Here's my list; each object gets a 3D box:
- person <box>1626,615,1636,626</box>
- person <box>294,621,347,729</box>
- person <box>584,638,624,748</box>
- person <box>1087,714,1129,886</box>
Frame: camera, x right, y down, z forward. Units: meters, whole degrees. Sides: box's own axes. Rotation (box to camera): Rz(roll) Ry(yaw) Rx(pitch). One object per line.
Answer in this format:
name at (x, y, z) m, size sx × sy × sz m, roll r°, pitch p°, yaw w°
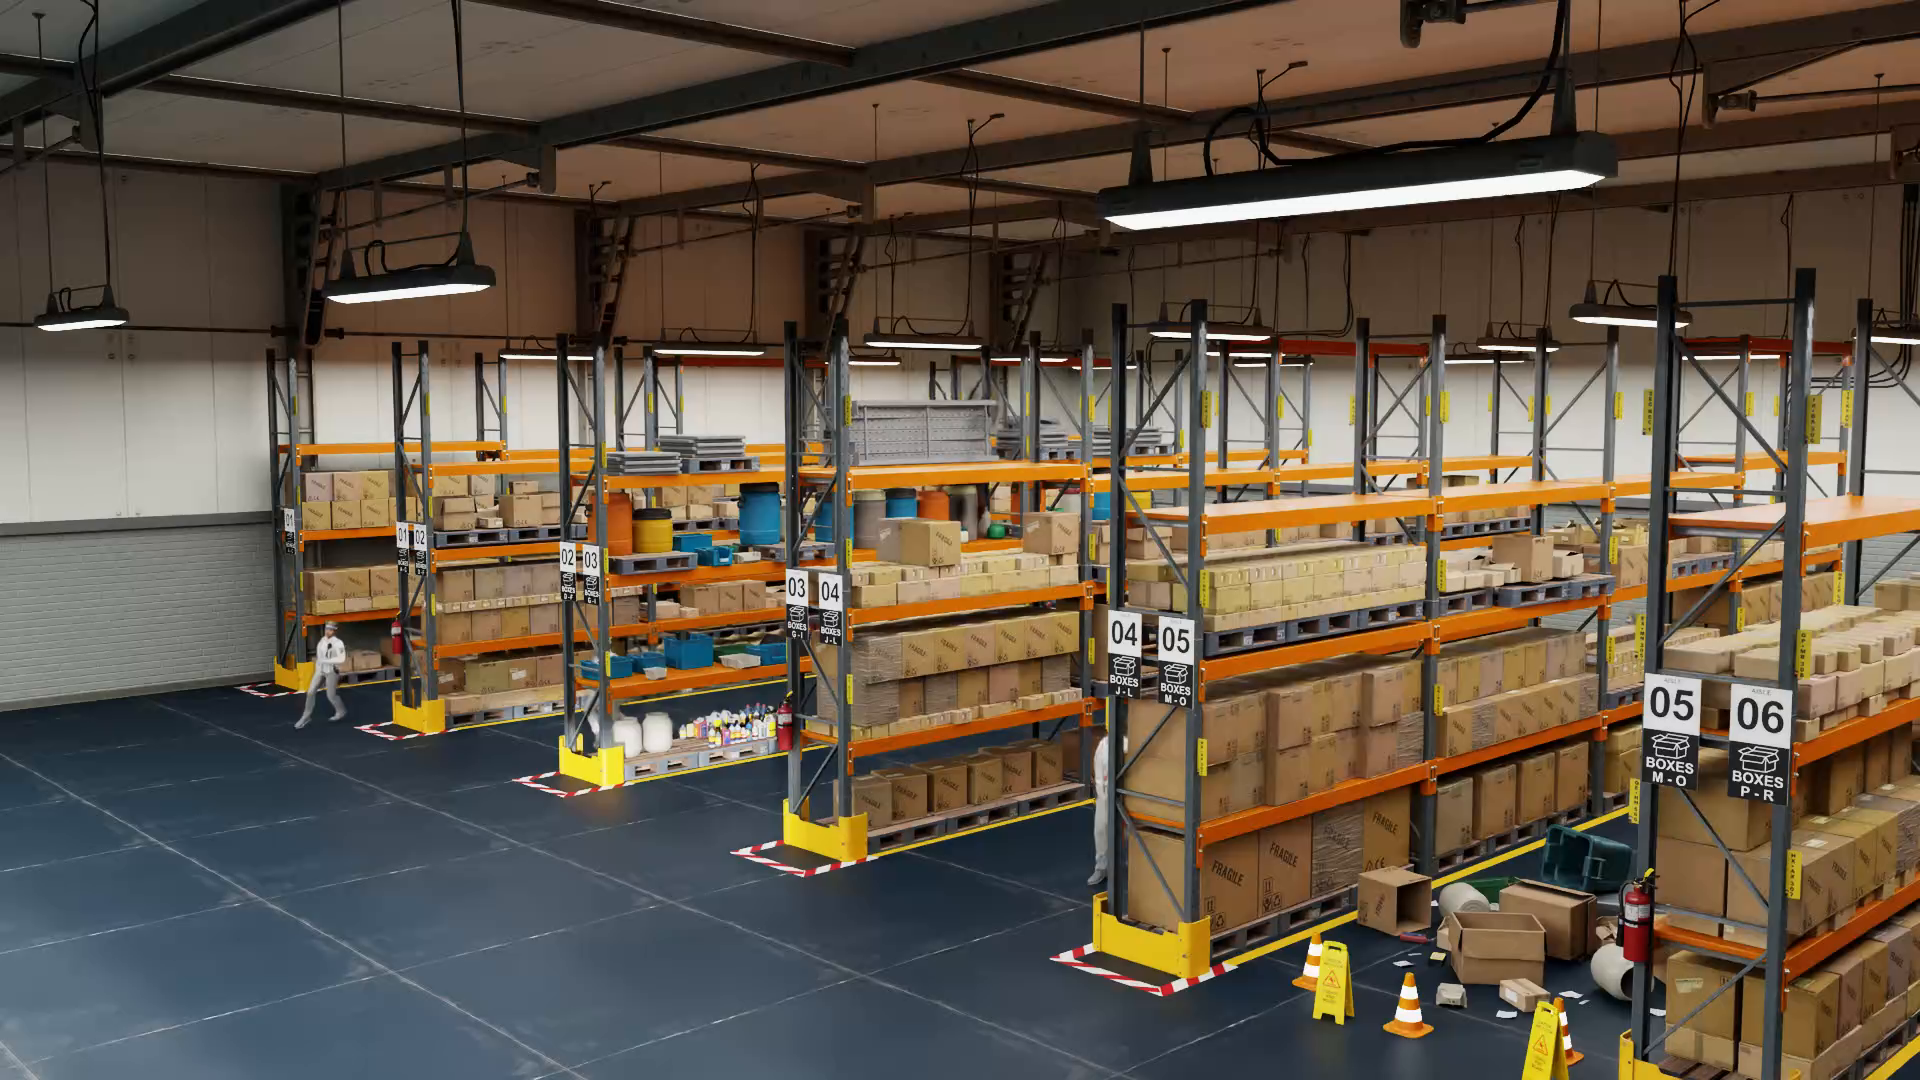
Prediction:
person at (10.707, 2.047, 26.308) m, size 0.768 × 1.741 × 0.607 m, roll -3°, pitch 6°, yaw -33°
person at (-9.881, 2.077, 25.997) m, size 0.657 × 1.663 × 0.875 m, roll 2°, pitch 5°, yaw 24°
person at (-5.201, 2.233, 24.437) m, size 0.564 × 1.693 × 0.782 m, roll 4°, pitch 7°, yaw 42°
person at (1.700, 2.741, 17.836) m, size 0.647 × 1.803 × 0.911 m, roll 4°, pitch 6°, yaw 40°
